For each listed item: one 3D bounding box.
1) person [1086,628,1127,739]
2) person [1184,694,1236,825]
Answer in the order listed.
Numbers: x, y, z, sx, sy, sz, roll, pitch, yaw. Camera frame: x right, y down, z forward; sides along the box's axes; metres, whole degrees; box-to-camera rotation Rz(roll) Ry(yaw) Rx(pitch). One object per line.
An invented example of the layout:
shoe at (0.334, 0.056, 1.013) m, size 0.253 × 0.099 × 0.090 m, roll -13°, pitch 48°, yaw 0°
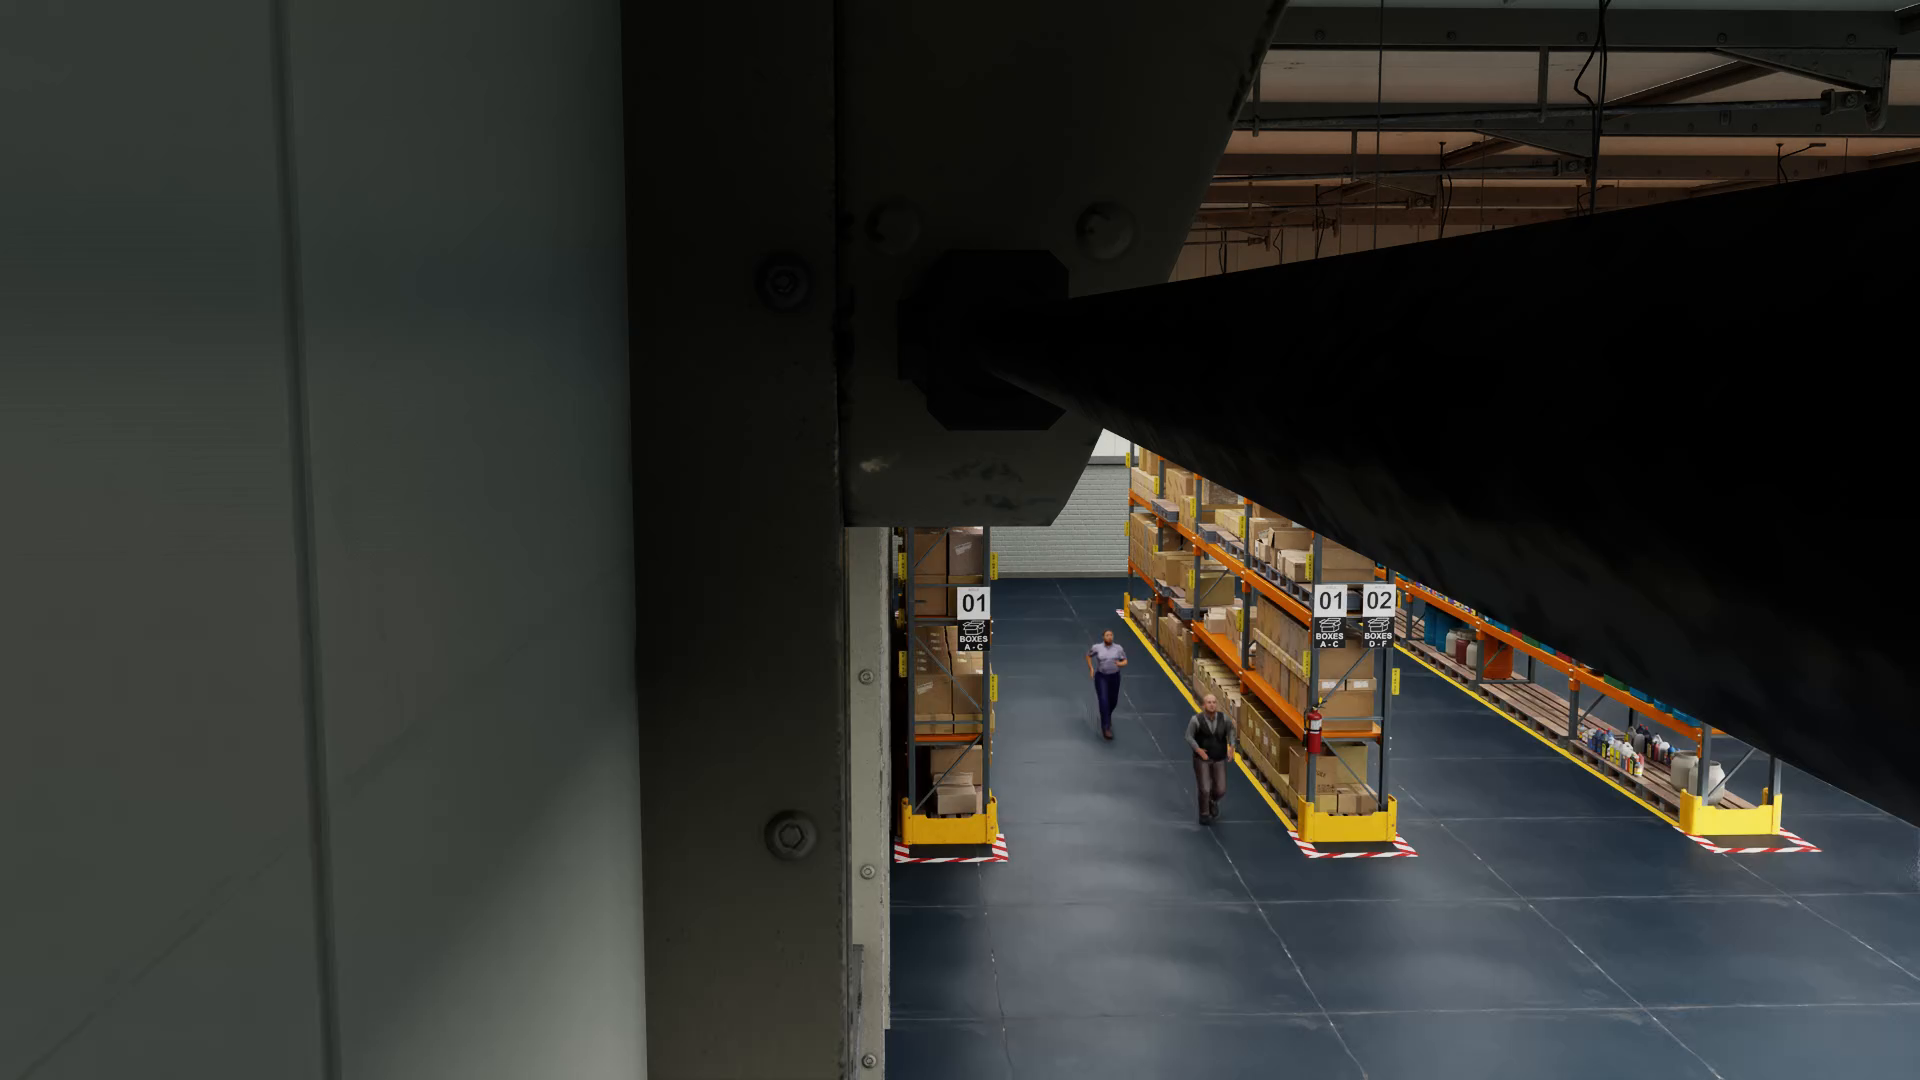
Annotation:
person at (2.300, 2.188, 25.888) m, size 0.603 × 1.643 × 0.915 m, roll -1°, pitch 7°, yaw -10°
person at (3.202, 2.796, 21.169) m, size 0.693 × 1.684 × 0.586 m, roll -1°, pitch 7°, yaw -5°
